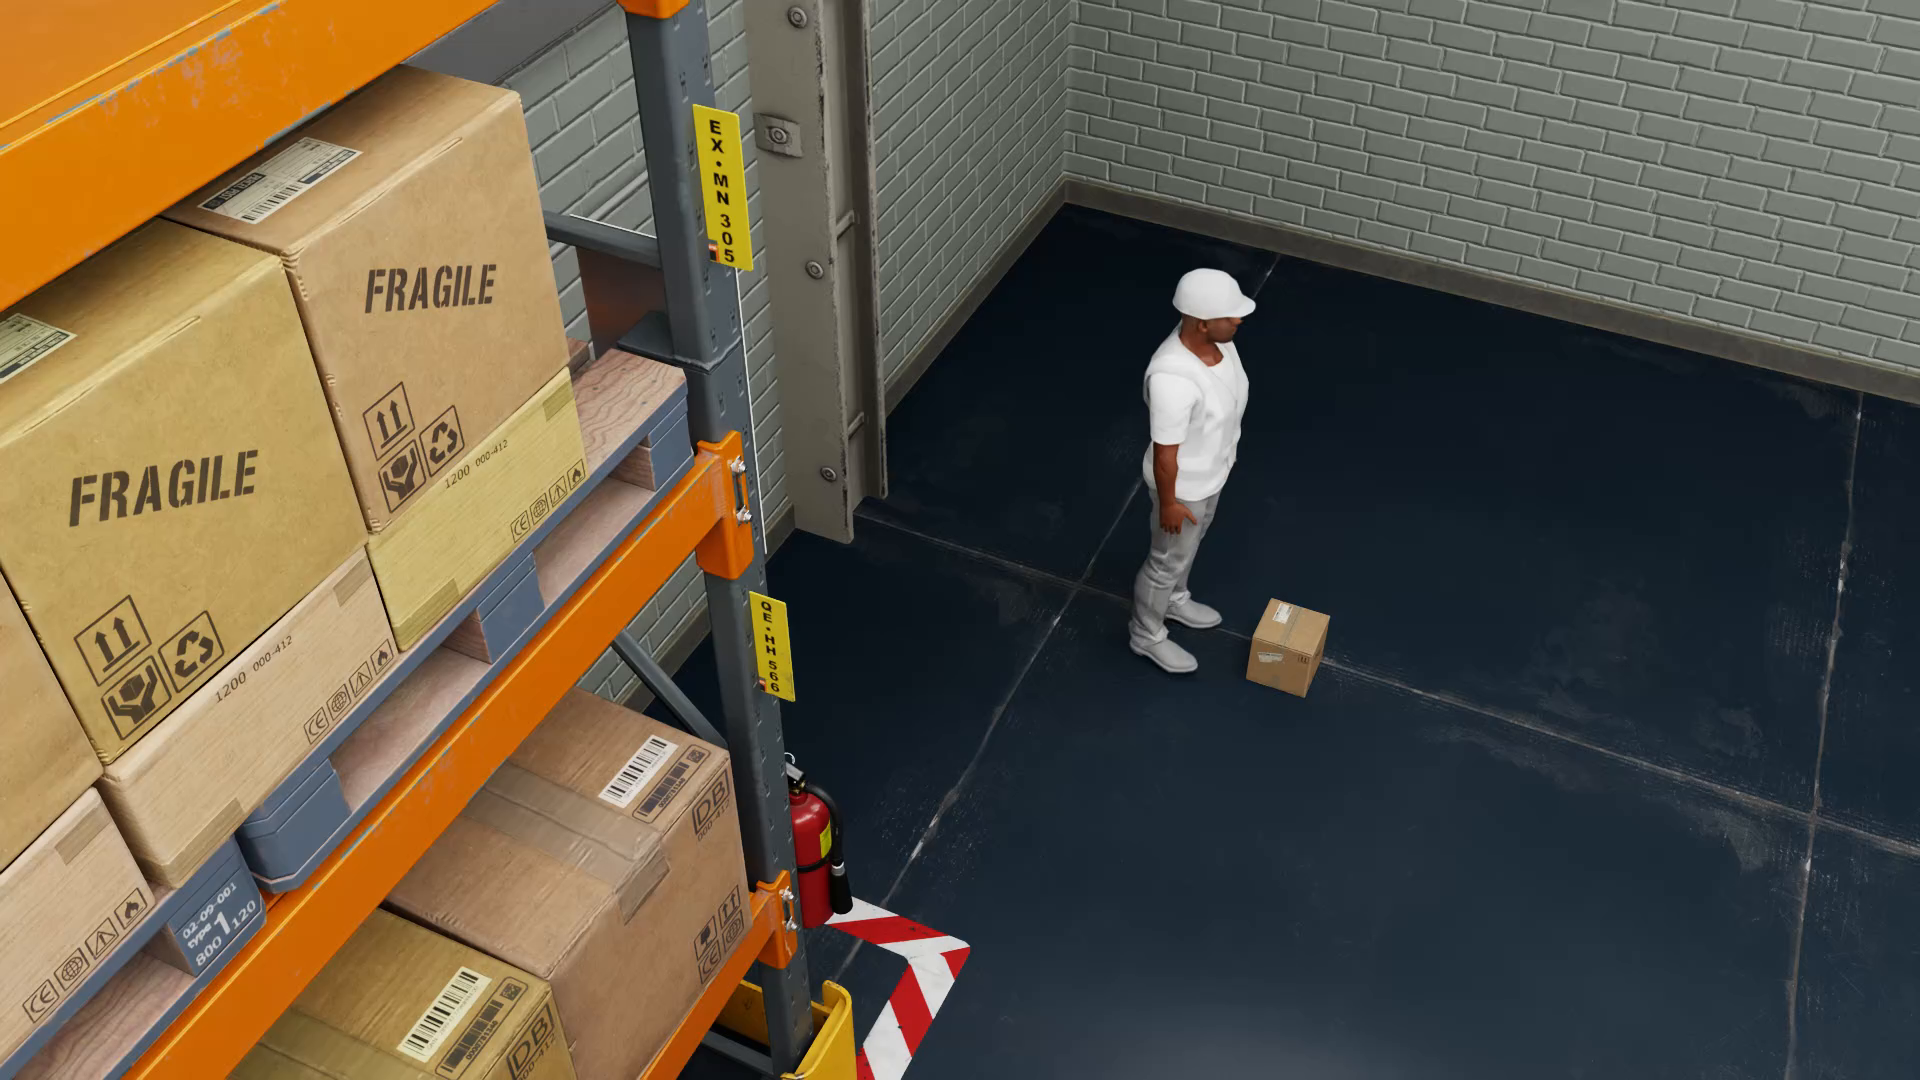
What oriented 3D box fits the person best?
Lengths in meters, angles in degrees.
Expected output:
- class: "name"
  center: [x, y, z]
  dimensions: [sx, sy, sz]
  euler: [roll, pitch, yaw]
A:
- class: "person"
  center: [0.889, -0.542, 6.213]
  dimensions: [0.338, 1.066, 0.572]
  euler: [18, 45, 20]
